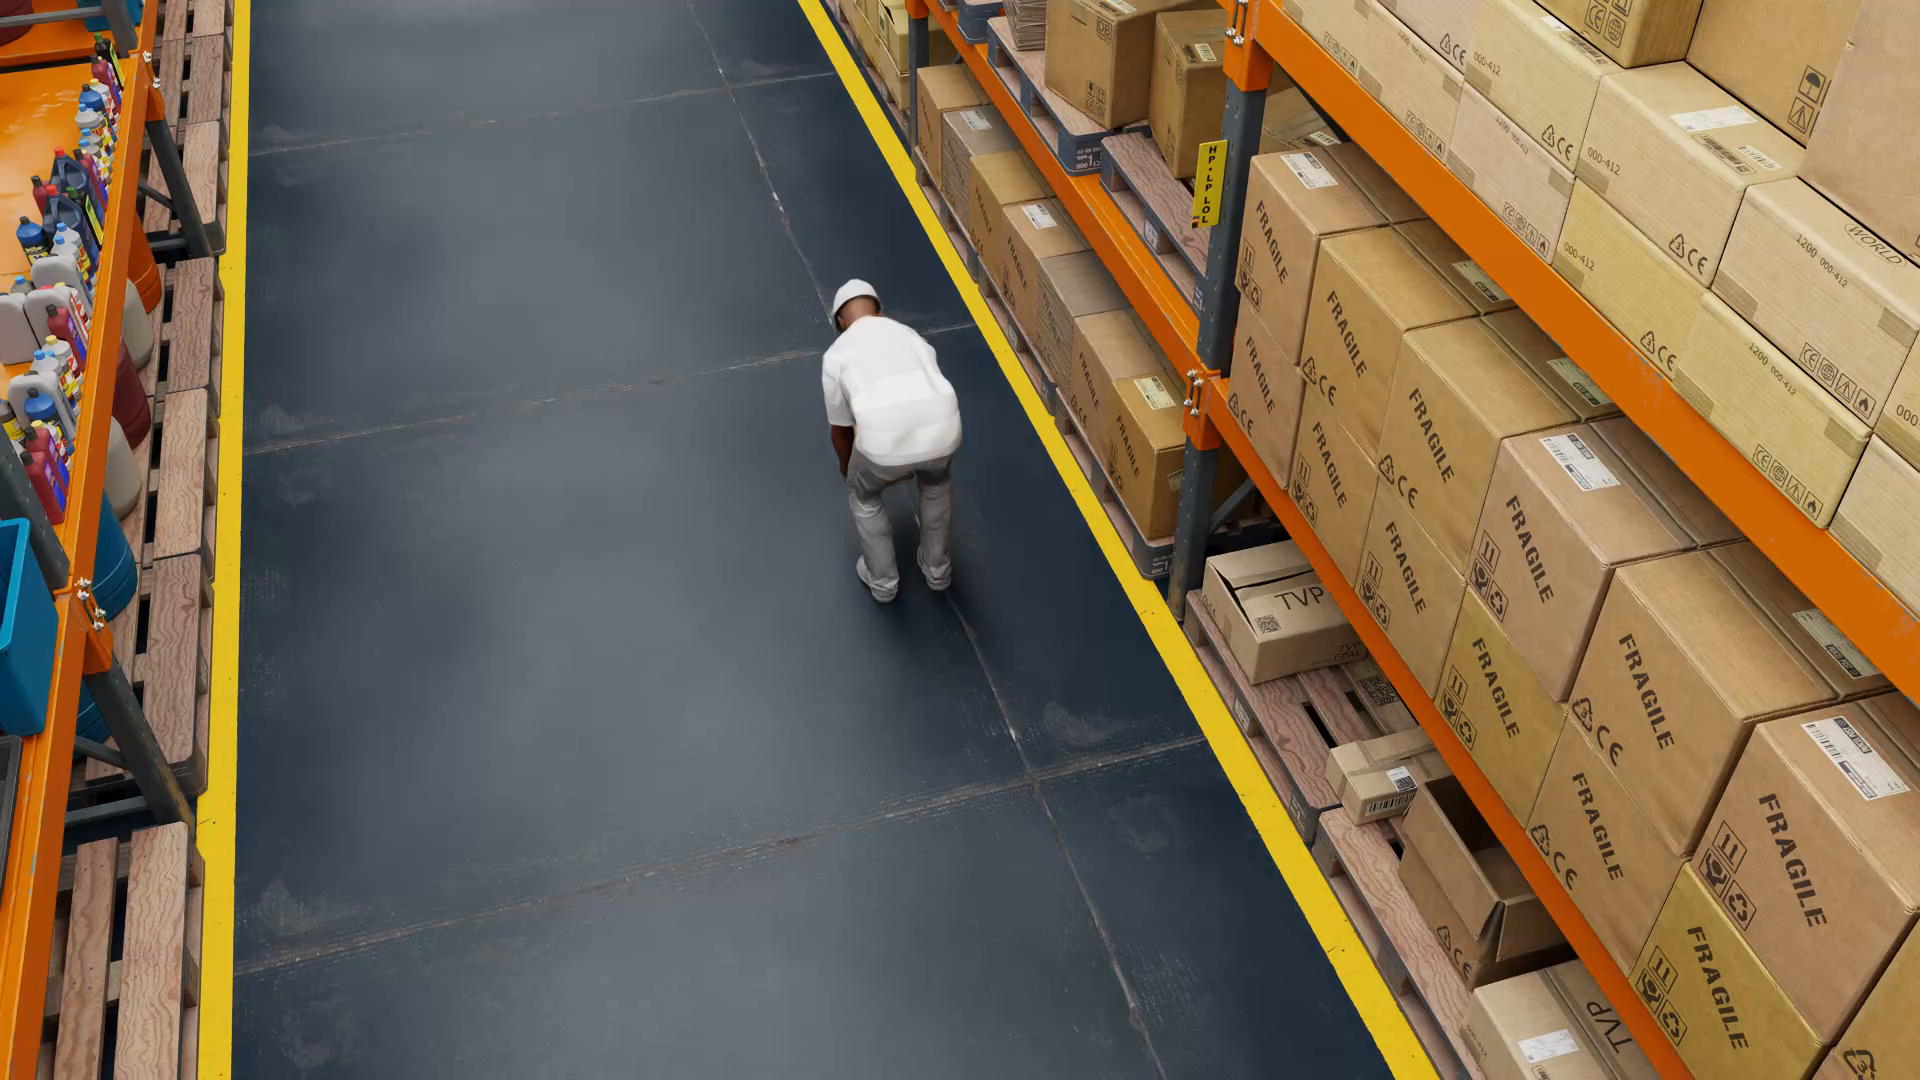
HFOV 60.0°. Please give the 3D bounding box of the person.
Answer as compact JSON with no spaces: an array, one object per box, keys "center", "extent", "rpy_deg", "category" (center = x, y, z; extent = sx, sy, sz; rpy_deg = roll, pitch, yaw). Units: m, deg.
[{"center":[-0.318,-0.408,7.054],"extent":[0.479,1.148,0.974],"rpy_deg":[-13,43,-14],"category":"person"}]
